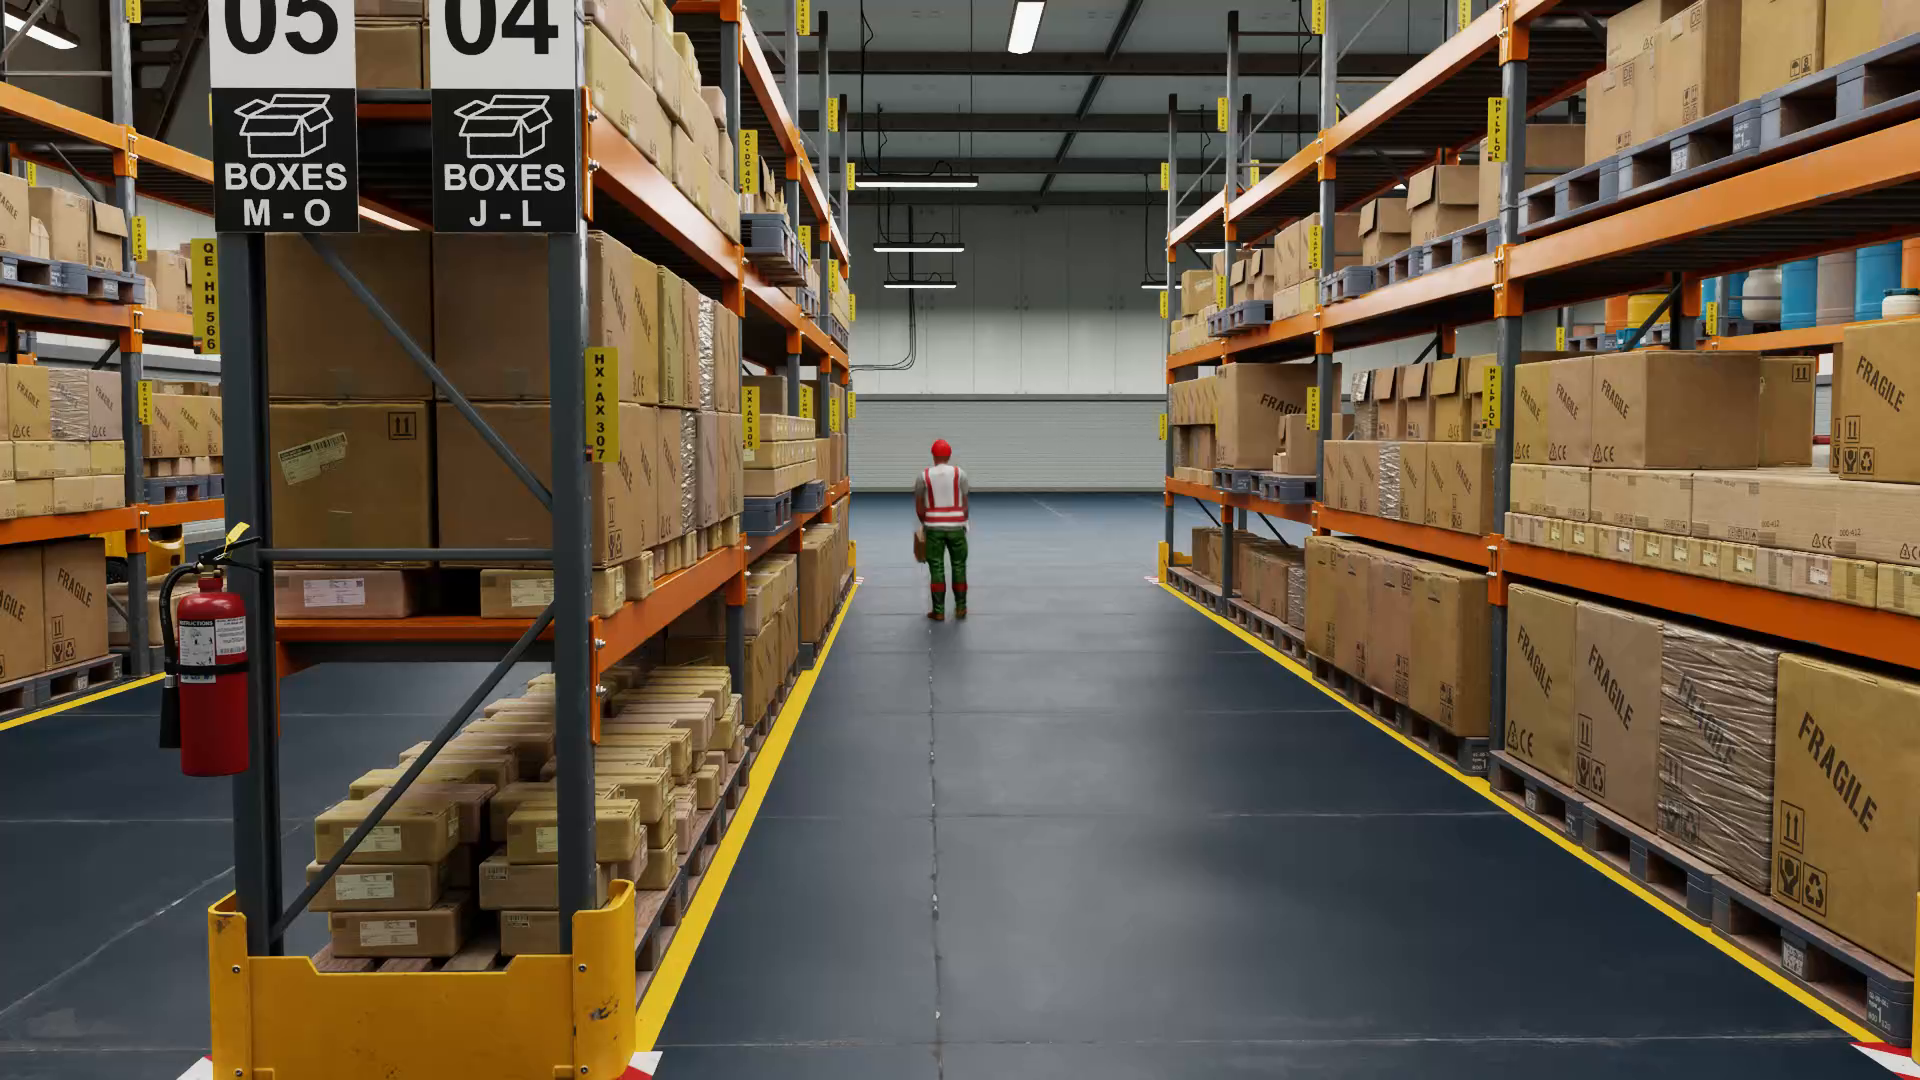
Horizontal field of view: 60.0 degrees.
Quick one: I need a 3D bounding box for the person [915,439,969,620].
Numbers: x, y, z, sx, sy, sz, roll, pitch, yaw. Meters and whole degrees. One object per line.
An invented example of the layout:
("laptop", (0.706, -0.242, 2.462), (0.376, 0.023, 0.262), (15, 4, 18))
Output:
("person", (-0.174, -0.119, 16.705), (0.567, 1.784, 0.675), (0, 4, -5))
